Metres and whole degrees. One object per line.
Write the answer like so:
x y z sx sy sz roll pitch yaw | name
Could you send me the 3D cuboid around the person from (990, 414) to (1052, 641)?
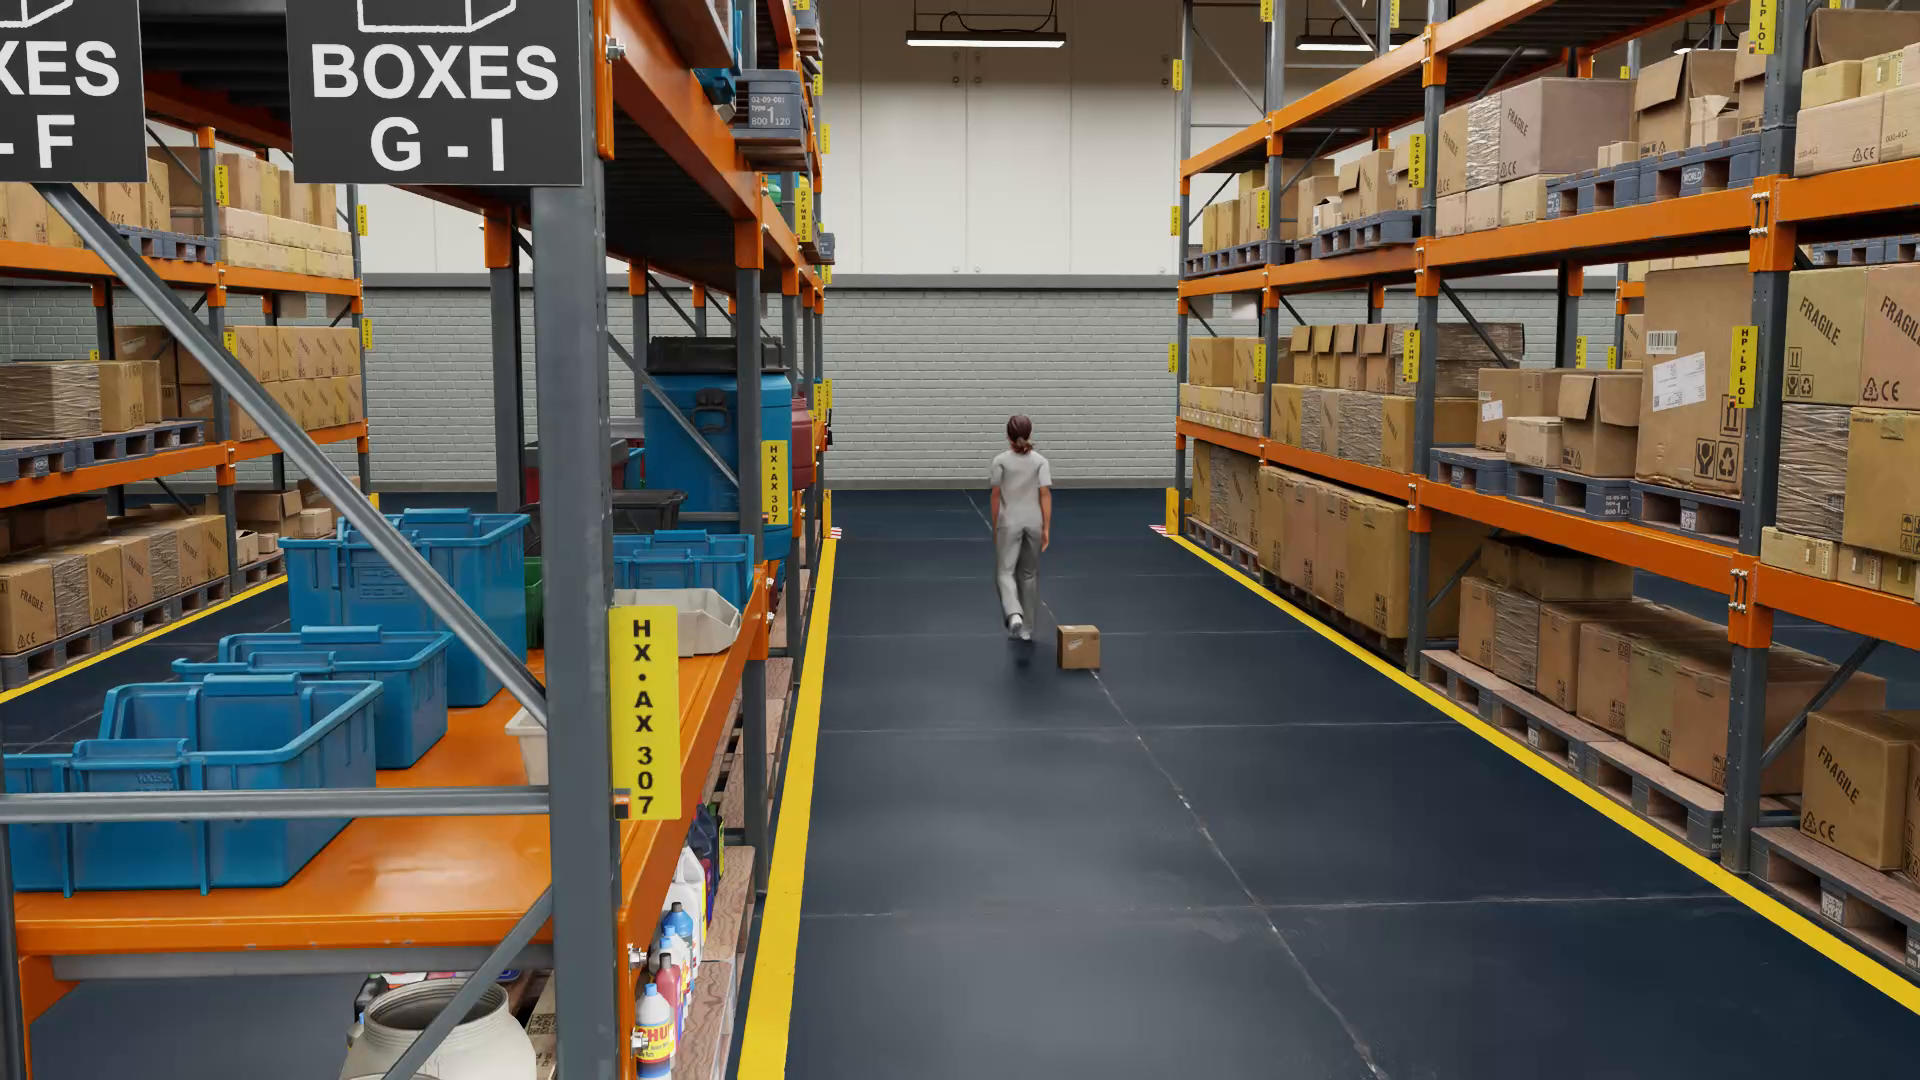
0.436 -0.069 11.807 0.438 1.641 0.909 -1 7 -9 | person
